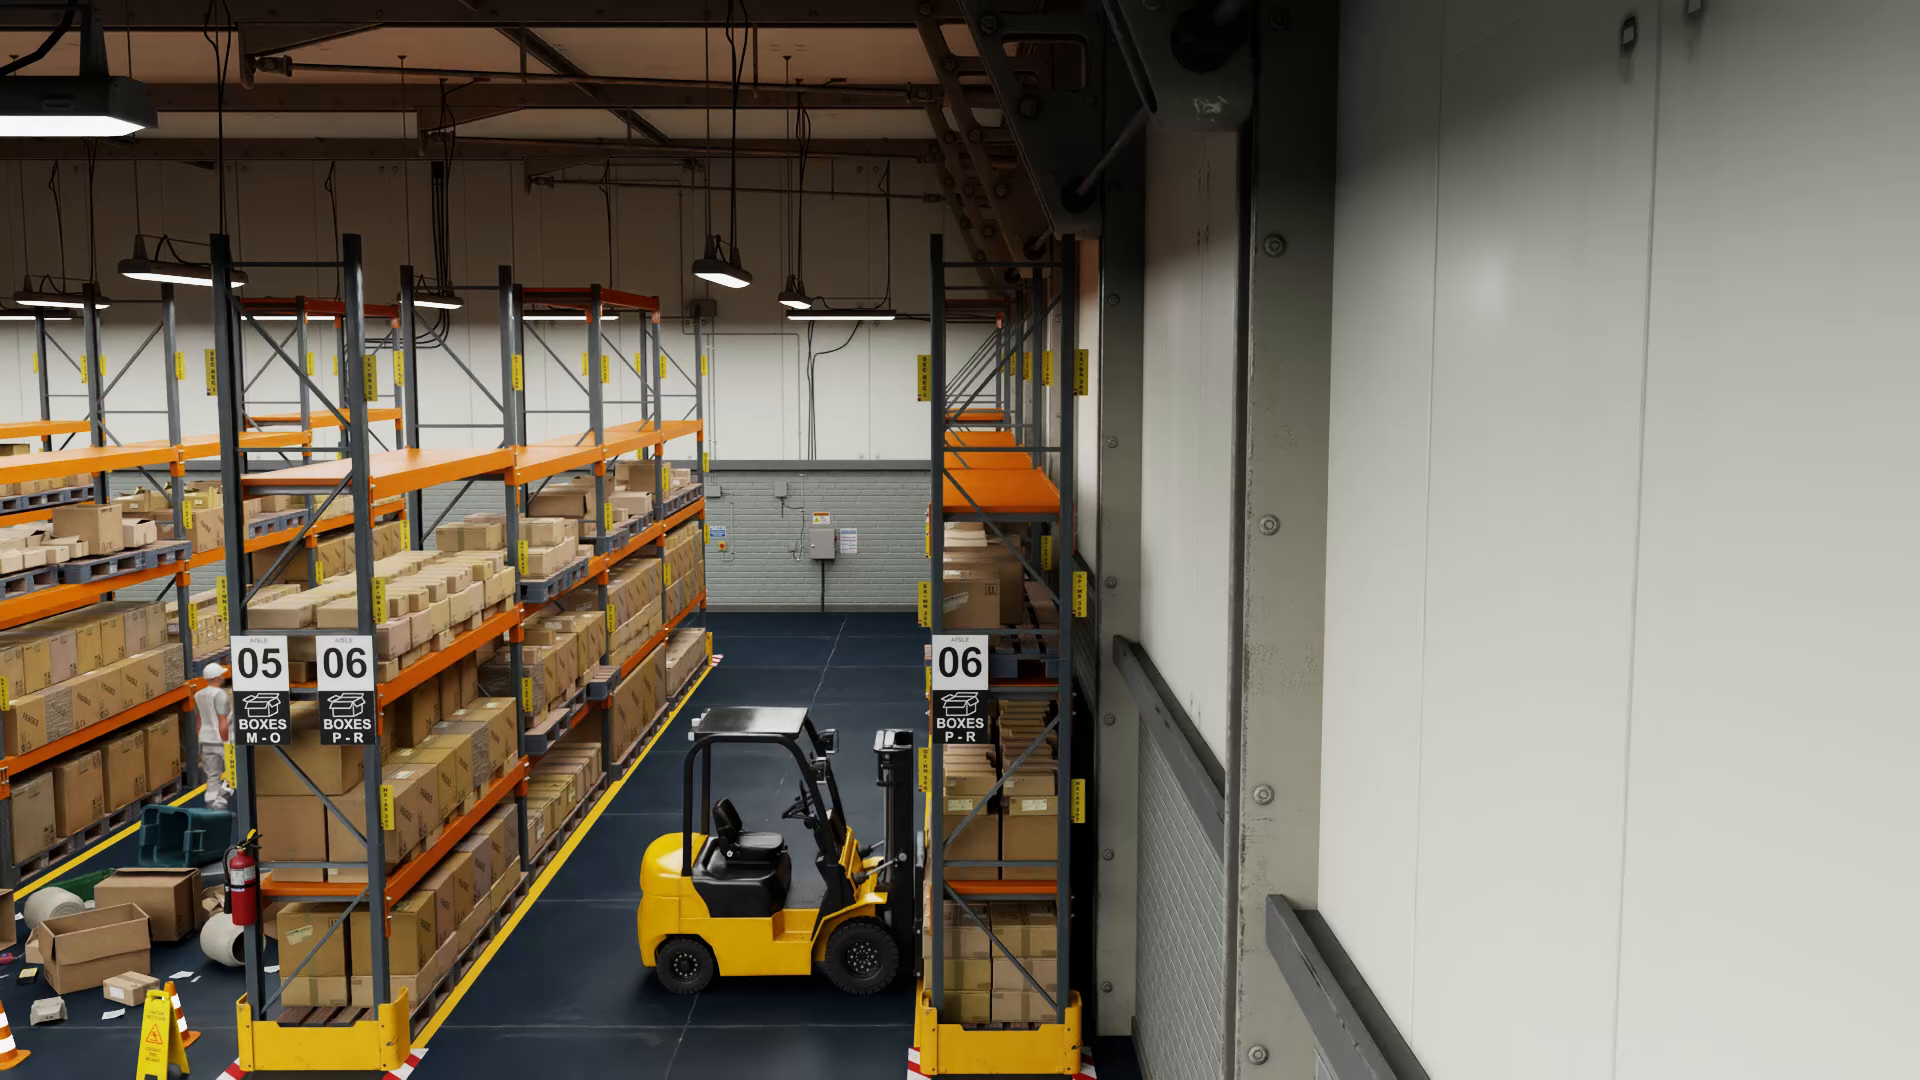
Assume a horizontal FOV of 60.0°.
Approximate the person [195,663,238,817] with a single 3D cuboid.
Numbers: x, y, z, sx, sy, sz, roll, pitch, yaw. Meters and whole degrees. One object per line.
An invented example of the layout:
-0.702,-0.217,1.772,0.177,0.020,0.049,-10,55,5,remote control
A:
-8.225,2.254,18.348,0.578,1.781,0.521,1,6,11,person
